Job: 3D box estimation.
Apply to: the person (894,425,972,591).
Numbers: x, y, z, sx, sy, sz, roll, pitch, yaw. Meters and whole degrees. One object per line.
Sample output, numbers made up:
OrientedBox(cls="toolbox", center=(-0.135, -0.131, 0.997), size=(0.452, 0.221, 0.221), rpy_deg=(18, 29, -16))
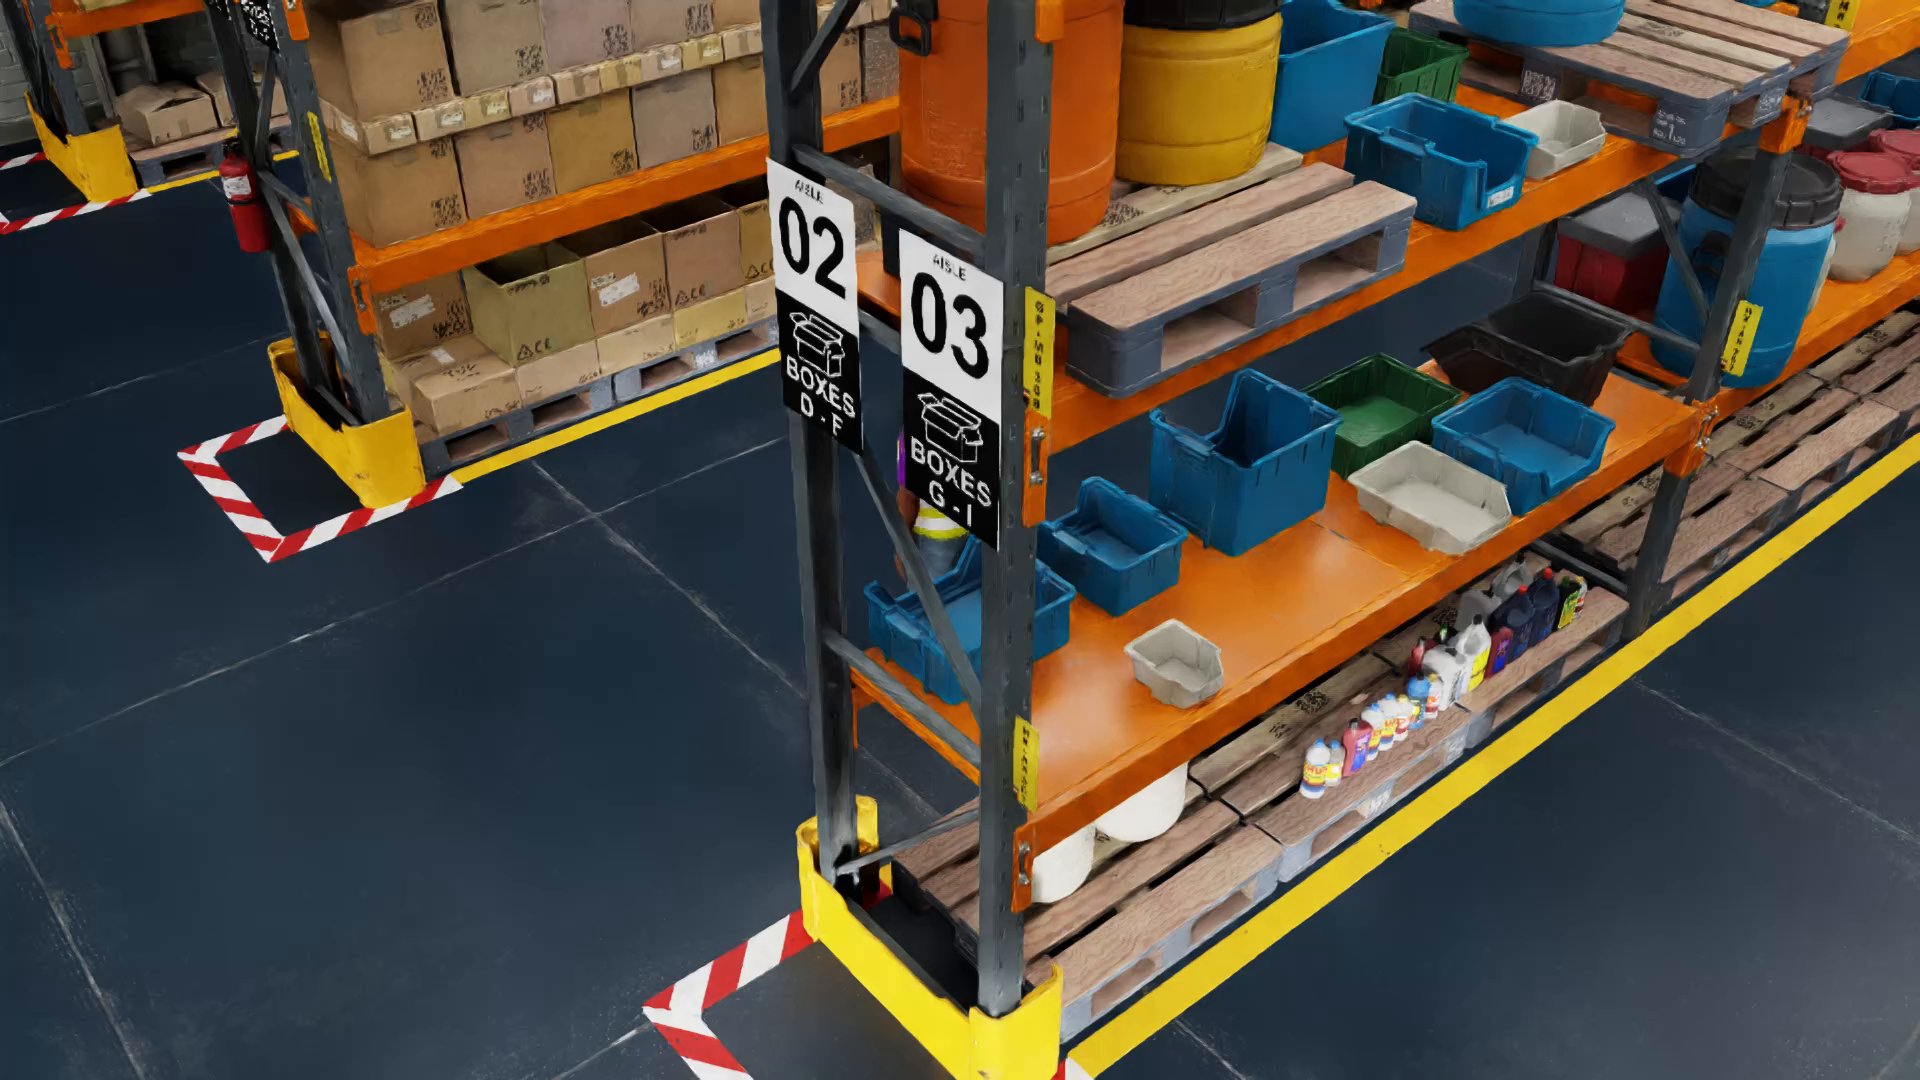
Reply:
OrientedBox(cls="person", center=(-0.077, -0.092, 7.180), size=(0.393, 1.745, 0.627), rpy_deg=(27, 43, 32))
